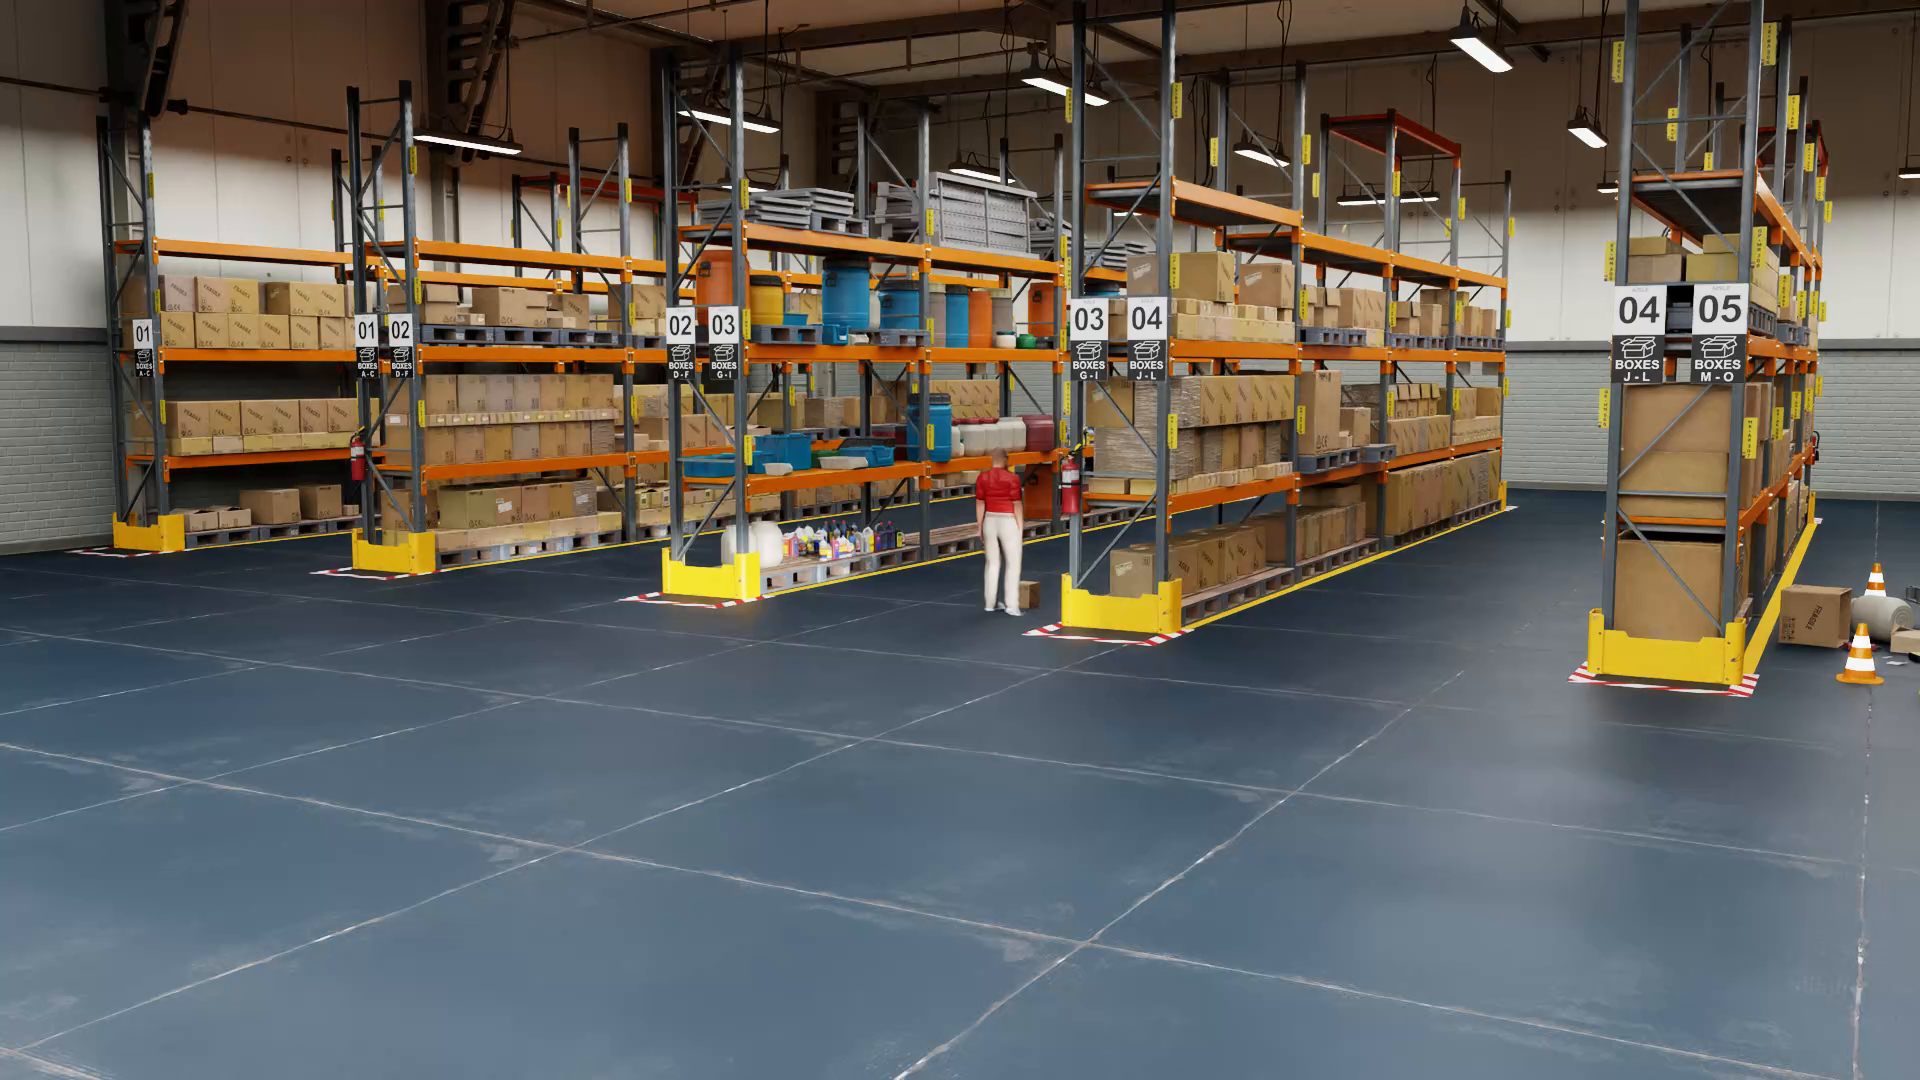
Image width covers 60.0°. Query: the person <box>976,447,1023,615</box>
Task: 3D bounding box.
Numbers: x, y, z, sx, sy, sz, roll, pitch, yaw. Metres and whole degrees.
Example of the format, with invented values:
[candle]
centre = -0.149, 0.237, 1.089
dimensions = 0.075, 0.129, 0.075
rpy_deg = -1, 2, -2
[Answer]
[person]
centre = 0.427, -0.075, 17.277
dimensions = 0.535, 1.793, 0.435
rpy_deg = 3, 7, 29
